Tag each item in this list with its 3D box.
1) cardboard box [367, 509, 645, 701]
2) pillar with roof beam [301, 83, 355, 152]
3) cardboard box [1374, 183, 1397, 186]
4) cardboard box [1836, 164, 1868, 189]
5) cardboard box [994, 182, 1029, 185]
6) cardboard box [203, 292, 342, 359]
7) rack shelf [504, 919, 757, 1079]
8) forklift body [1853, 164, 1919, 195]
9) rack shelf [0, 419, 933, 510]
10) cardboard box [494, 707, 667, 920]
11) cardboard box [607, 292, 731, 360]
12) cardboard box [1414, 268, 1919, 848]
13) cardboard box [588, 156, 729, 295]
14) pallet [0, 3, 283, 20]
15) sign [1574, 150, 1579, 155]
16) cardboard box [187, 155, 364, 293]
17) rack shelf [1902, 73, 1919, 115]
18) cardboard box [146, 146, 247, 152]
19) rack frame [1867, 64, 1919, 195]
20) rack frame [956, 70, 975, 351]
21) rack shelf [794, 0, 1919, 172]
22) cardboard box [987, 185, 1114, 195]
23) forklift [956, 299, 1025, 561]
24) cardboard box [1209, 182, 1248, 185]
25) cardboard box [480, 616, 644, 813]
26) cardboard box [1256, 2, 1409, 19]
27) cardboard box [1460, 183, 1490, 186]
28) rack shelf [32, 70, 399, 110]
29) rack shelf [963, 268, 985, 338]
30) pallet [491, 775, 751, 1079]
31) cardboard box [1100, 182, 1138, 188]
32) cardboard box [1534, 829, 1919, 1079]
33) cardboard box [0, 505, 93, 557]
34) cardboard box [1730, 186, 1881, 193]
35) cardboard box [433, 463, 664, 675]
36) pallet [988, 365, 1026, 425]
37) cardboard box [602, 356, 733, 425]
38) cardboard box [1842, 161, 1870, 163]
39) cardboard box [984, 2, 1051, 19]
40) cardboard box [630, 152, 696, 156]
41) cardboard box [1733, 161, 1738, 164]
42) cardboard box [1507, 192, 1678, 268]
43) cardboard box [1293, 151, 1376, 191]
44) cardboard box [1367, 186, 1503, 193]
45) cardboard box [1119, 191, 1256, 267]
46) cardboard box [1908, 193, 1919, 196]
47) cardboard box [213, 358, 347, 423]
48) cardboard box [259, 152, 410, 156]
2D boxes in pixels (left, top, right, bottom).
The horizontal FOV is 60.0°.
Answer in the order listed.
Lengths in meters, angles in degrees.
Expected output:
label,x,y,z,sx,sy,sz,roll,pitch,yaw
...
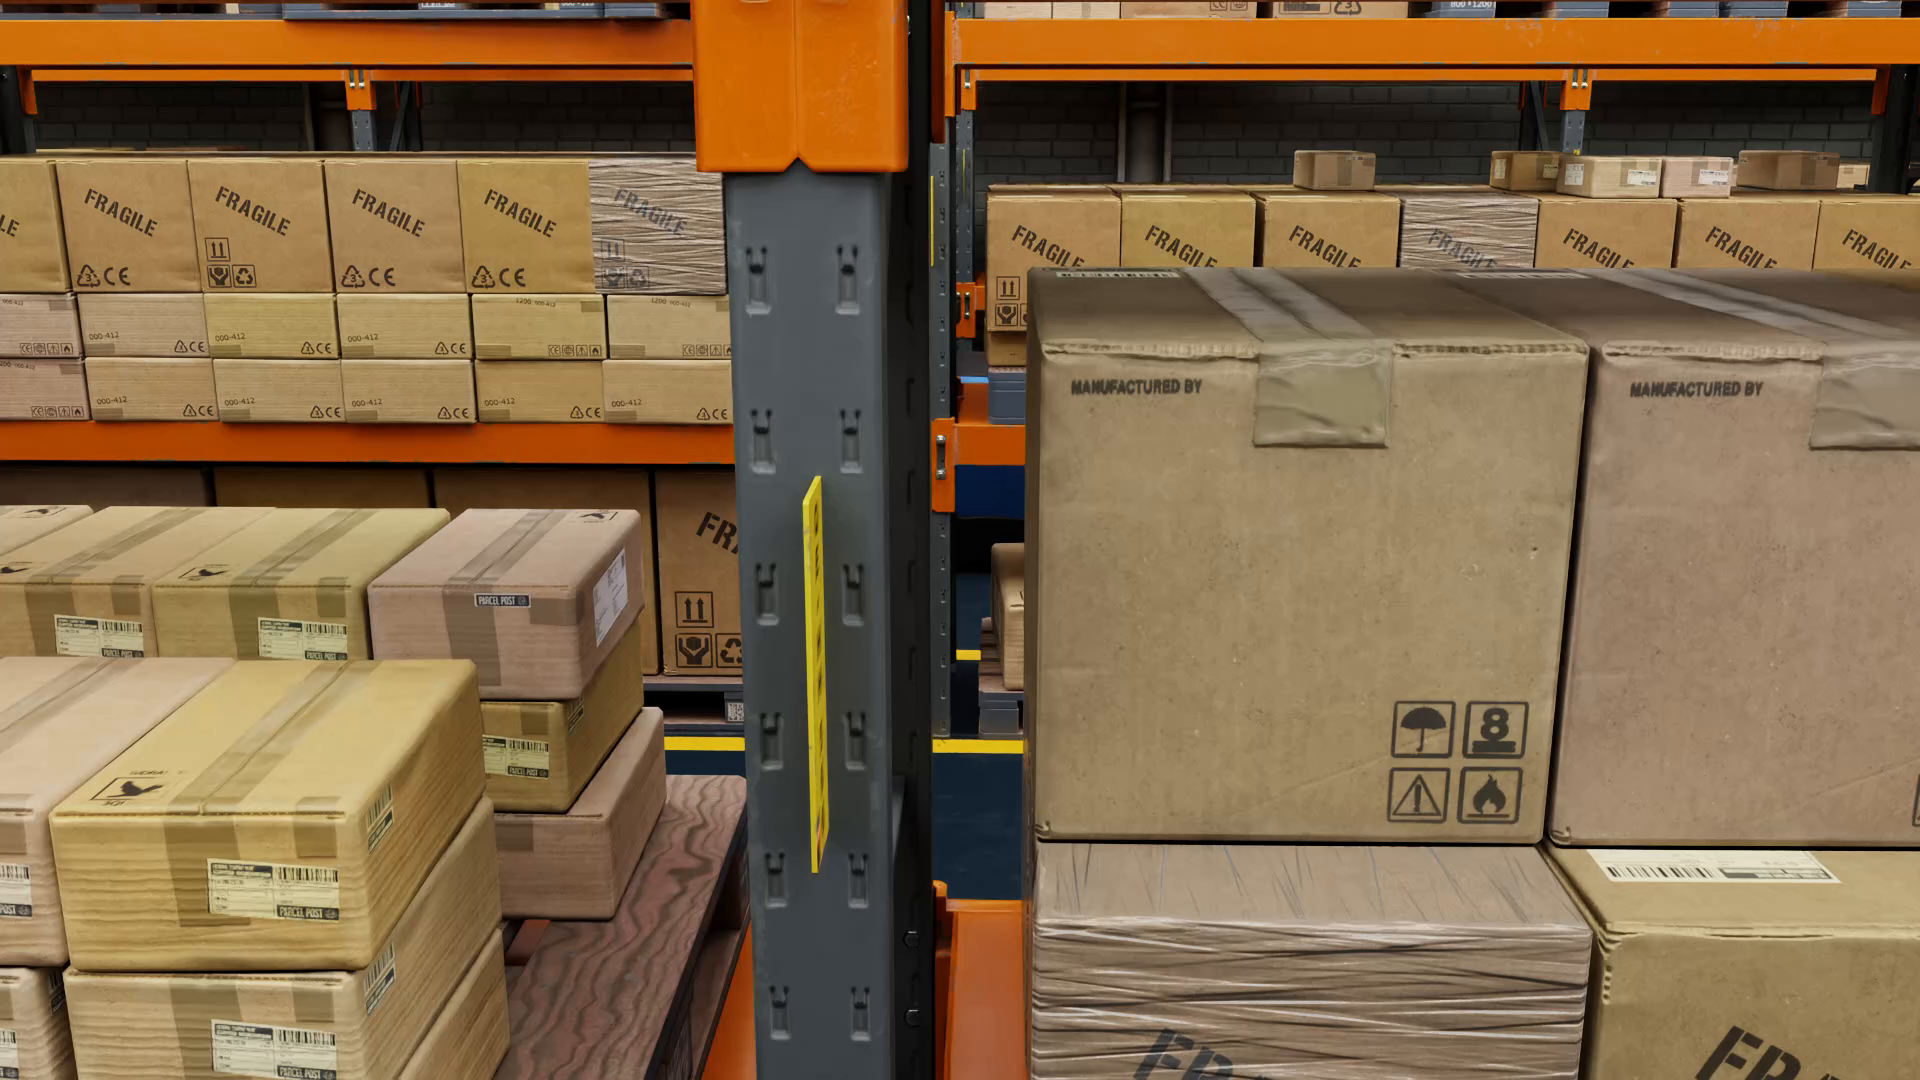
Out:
label,x,y,z,sx,sy,sz,roll,pitch,yaw
cardboard box,-0.579,0.075,2.177,0.250,0.149,0.380,0,15,2
pillar with roof beam,-4.750,-4.095,7.722,0.400,9.000,9.100,0,15,1
cardboard box,2.912,-2.438,11.733,0.250,0.149,0.380,0,15,1
cardboard box,5.881,-2.449,11.190,0.250,0.149,0.380,0,15,2
cardboard box,0.362,-2.443,11.753,0.250,0.149,0.380,1,15,3
cardboard box,-2.632,-0.880,6.610,0.500,0.250,0.500,1,15,2
rack shelf,-2.116,0.832,2.217,4.000,0.370,1.077,0,15,1
forklift body,6.086,-1.116,9.855,1.214,2.155,2.313,0,15,1
rack shelf,-2.091,-0.431,7.004,4.000,0.370,1.077,0,15,1
cardboard box,-0.559,0.361,2.260,0.250,0.149,0.380,0,15,1
cardboard box,-1.095,-0.876,6.594,0.500,0.250,0.500,0,15,0
cardboard box,0.837,-0.026,1.904,0.500,0.500,0.700,0,15,1
cardboard box,-1.128,-1.236,6.487,0.500,0.500,0.500,1,15,2
pallet,-3.173,-2.156,6.629,1.217,0.209,0.805,0,15,-1
sign,4.026,-2.389,10.900,0.005,0.325,0.100,0,15,1
cardboard box,-2.647,-1.247,6.532,0.500,0.500,0.500,0,15,0
rack shelf,5.906,-1.829,6.424,4.000,0.370,1.077,0,15,1
cardboard box,-5.449,-2.569,11.939,0.500,0.500,0.500,0,15,0
rack frame,3.907,-0.740,6.764,0.127,3.000,1.000,0,15,1
rack frame,0.031,-2.032,11.661,0.127,3.000,1.000,0,15,1
rack shelf,1.882,-0.592,1.736,4.000,0.370,1.077,0,15,1
cardboard box,0.370,-1.229,7.016,0.500,0.500,0.500,0,15,0
forklift,-0.854,-1.422,9.484,3.031,2.935,1.130,3,15,10
cardboard box,1.897,-2.438,11.734,0.250,0.149,0.380,1,15,3
cardboard box,-0.595,0.217,2.222,0.250,0.149,0.380,1,15,4
cardboard box,1.434,-2.264,6.457,0.637,0.503,0.797,0,15,1
cardboard box,3.684,-2.425,11.683,0.250,0.149,0.380,0,15,0
rack shelf,-5.967,-3.173,11.518,4.000,0.370,1.077,0,15,1
rack shelf,2.031,-1.671,11.703,4.000,0.370,1.077,0,15,1
pallet,-0.832,0.612,2.015,1.003,0.211,1.213,0,15,1
cardboard box,1.131,-2.469,11.851,0.250,0.149,0.380,0,15,0
cardboard box,0.833,0.523,1.781,0.500,0.500,0.500,0,15,1
cardboard box,-1.353,0.070,2.199,0.250,0.149,0.380,0,15,-1
cardboard box,3.446,-1.211,6.949,0.500,0.500,0.500,1,15,3
cardboard box,-1.672,0.026,7.204,0.875,0.875,0.875,1,15,2
pallet,0.623,-0.696,6.973,1.003,0.211,1.213,0,15,1
cardboard box,-1.115,-0.630,6.641,0.500,0.250,0.500,1,15,2
cardboard box,6.402,-2.578,11.681,0.250,0.149,0.380,0,15,0
cardboard box,0.219,-2.049,6.340,0.250,0.149,0.380,0,15,1
cardboard box,-1.075,-1.364,6.974,0.500,0.500,0.500,0,15,2
cardboard box,5.382,-2.584,11.702,0.250,0.149,0.380,0,15,1
cardboard box,2.428,-1.087,6.479,0.500,0.500,0.500,1,15,3
cardboard box,1.551,-1.536,6.908,0.250,0.149,0.380,0,15,-1
cardboard box,1.937,-1.222,6.988,0.500,0.500,0.500,0,15,-1
cardboard box,0.873,-1.098,6.518,0.500,0.500,0.500,1,15,4
cardboard box,6.392,-2.275,11.114,0.250,0.149,0.380,0,15,2
cardboard box,-2.628,-0.639,6.676,0.500,0.250,0.500,0,15,1
cardboard box,-2.614,-1.375,7.016,0.500,0.500,0.500,1,15,3
